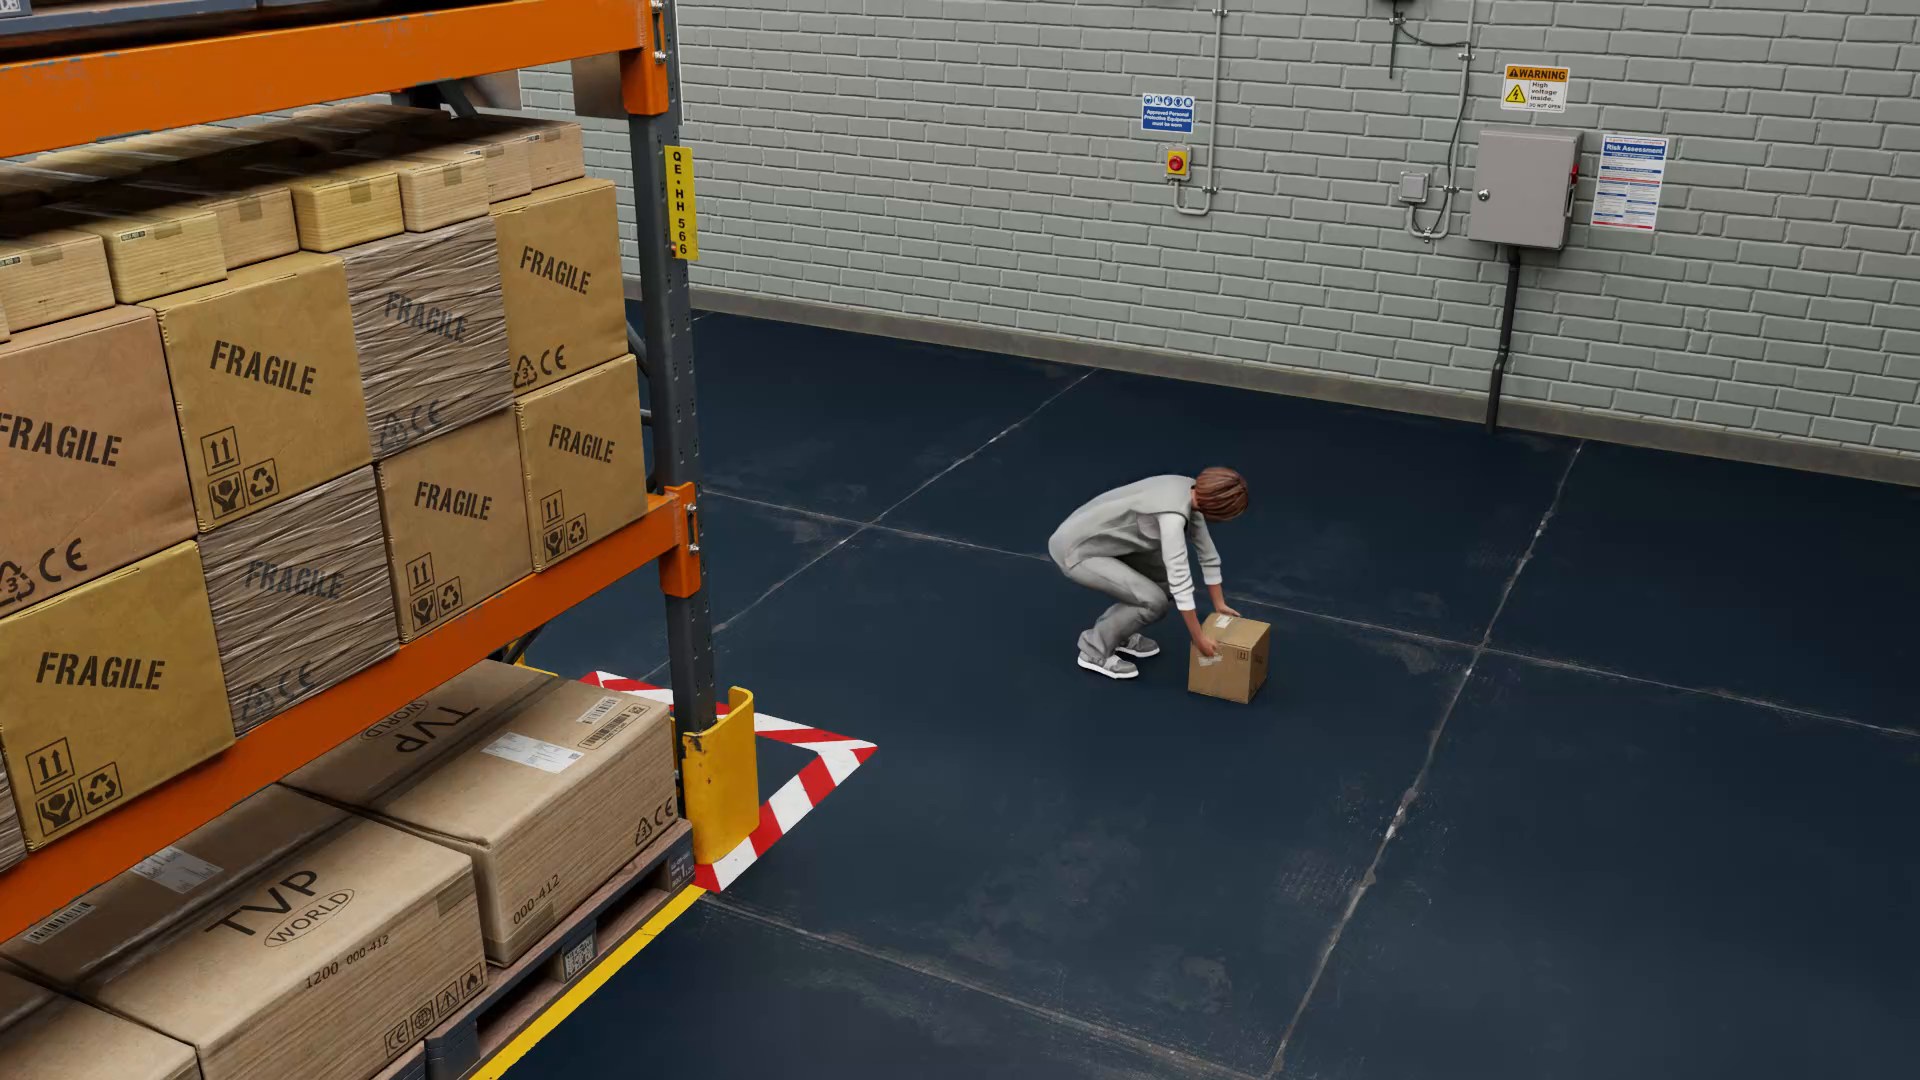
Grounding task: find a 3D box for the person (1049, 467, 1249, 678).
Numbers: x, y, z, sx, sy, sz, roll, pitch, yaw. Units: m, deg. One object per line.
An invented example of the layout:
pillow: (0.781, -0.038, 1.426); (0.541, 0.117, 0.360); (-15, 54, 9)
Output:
person: (0.756, 0.100, 6.760); (0.792, 0.906, 0.448); (11, 25, 24)
